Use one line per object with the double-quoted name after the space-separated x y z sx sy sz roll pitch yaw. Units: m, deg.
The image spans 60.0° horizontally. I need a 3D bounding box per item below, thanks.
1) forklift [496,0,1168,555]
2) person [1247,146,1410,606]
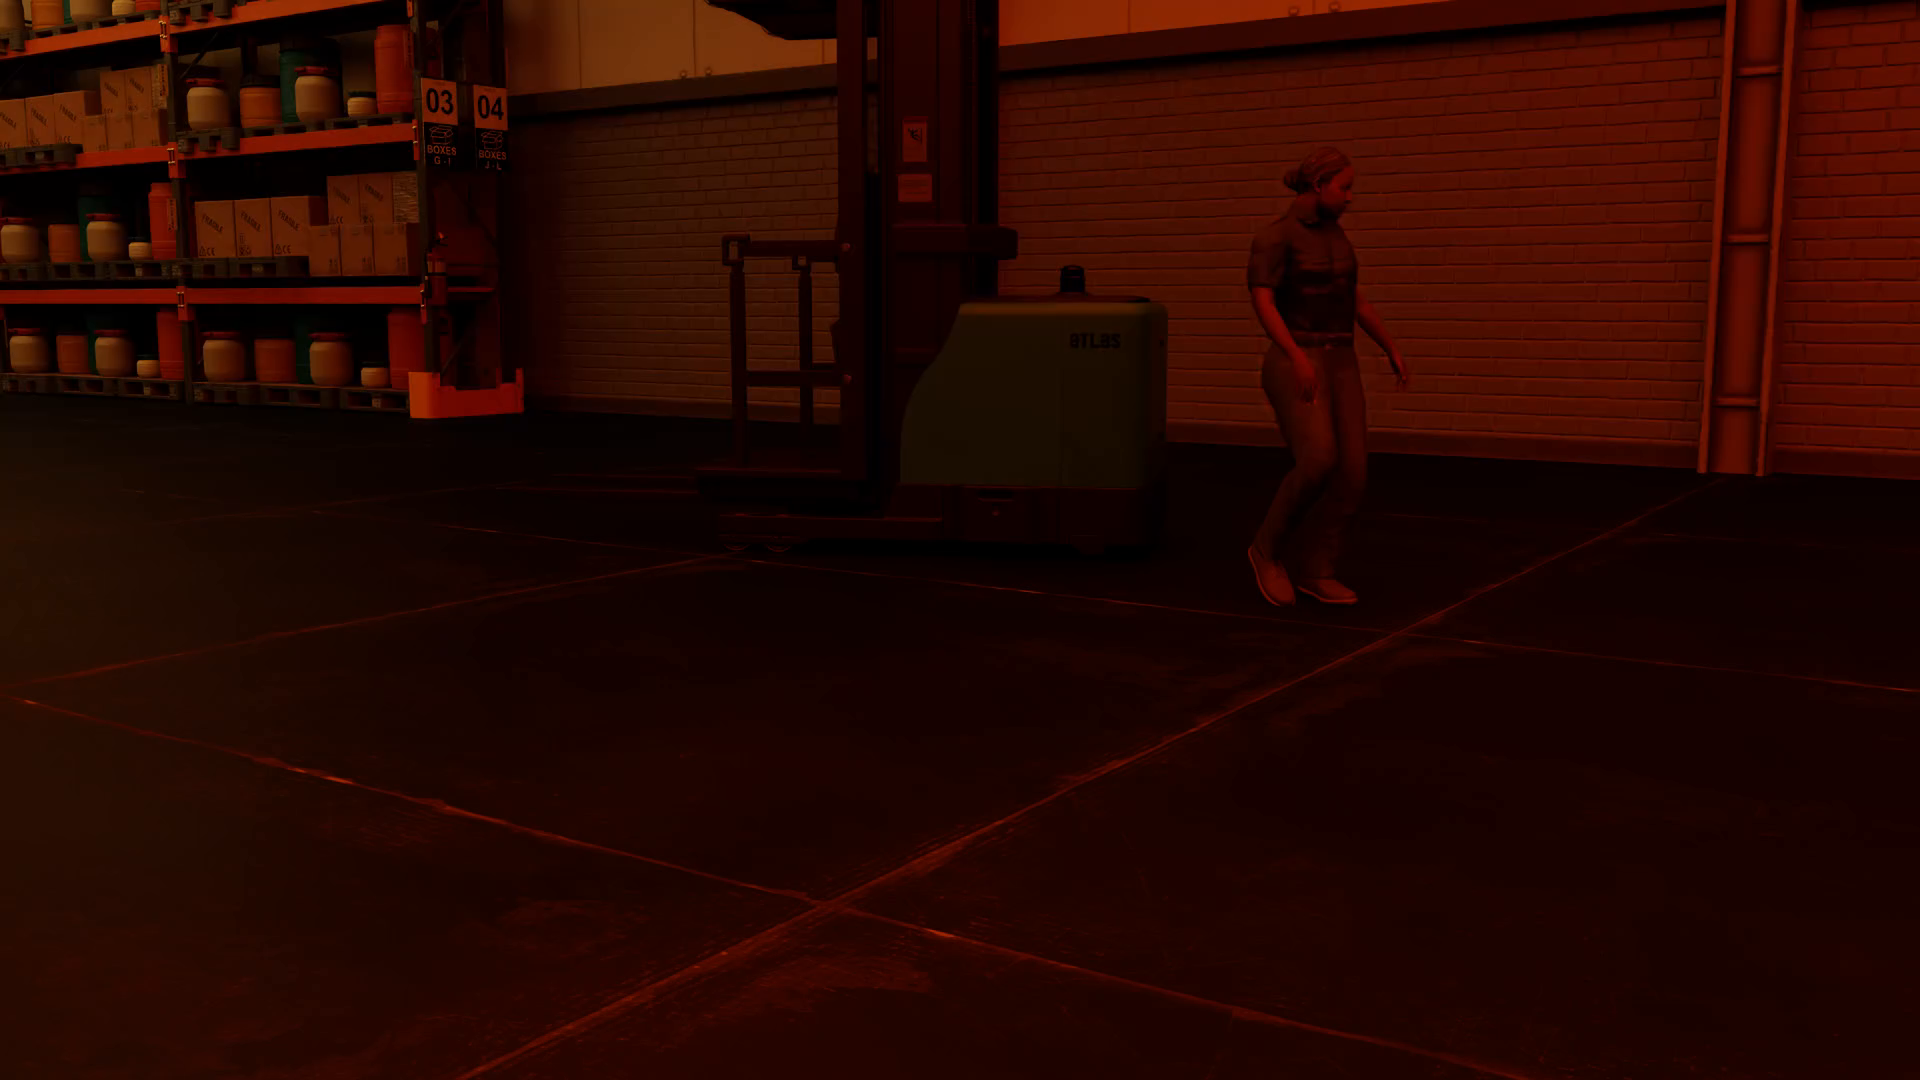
-0.596 -1.469 7.520 3.031 2.935 1.130 2 8 12 "forklift"
1.344 -0.580 5.977 0.709 1.641 0.434 -5 9 -31 "person"
